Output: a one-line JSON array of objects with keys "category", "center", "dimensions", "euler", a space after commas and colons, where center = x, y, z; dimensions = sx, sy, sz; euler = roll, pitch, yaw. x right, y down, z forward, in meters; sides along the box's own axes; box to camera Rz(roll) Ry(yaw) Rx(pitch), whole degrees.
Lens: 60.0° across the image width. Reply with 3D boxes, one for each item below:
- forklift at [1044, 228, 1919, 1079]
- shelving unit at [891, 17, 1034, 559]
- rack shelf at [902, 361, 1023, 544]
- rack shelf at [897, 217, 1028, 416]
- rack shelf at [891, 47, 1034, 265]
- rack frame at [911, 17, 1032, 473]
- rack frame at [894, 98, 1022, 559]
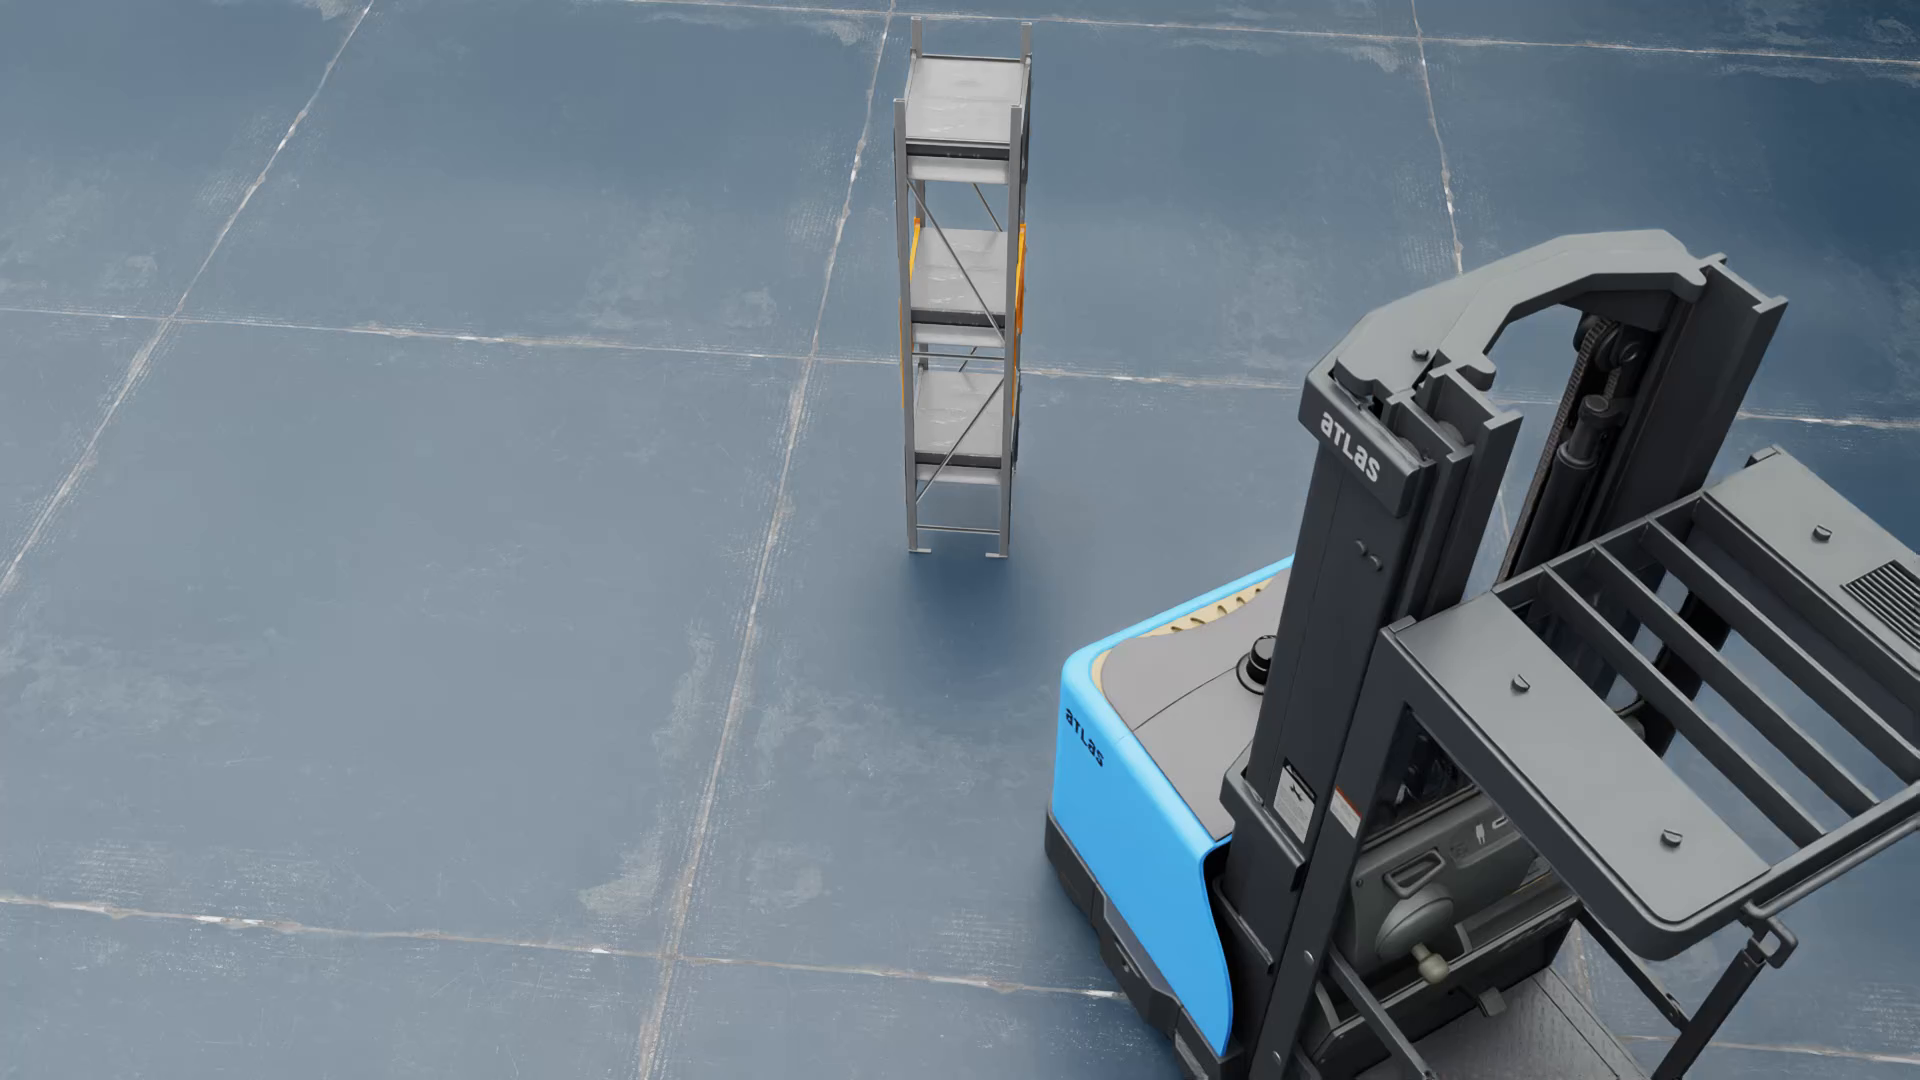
[{"category": "forklift", "center": [1.441, 0.873, 3.991], "dimensions": [1.130, 2.935, 3.031], "euler": [-22, 51, -19]}, {"category": "shelving unit", "center": [0.015, -0.830, 6.112], "dimensions": [0.431, 2.100, 0.503], "euler": [4, 48, 4]}, {"category": "rack shelf", "center": [0.015, -0.349, 6.639], "dimensions": [0.431, 0.518, 0.480], "euler": [4, 48, 4]}, {"category": "rack shelf", "center": [0.015, -0.821, 6.122], "dimensions": [0.431, 0.518, 0.480], "euler": [4, 48, 4]}, {"category": "rack shelf", "center": [0.015, -1.294, 5.606], "dimensions": [0.431, 0.518, 0.480], "euler": [4, 48, 4]}, {"category": "rack frame", "center": [0.037, -1.010, 6.276], "dimensions": [0.400, 2.100, 0.015], "euler": [4, 48, 4]}, {"category": "rack frame", "center": [-0.007, -0.651, 5.948], "dimensions": [0.400, 2.100, 0.015], "euler": [4, 48, 4]}]
